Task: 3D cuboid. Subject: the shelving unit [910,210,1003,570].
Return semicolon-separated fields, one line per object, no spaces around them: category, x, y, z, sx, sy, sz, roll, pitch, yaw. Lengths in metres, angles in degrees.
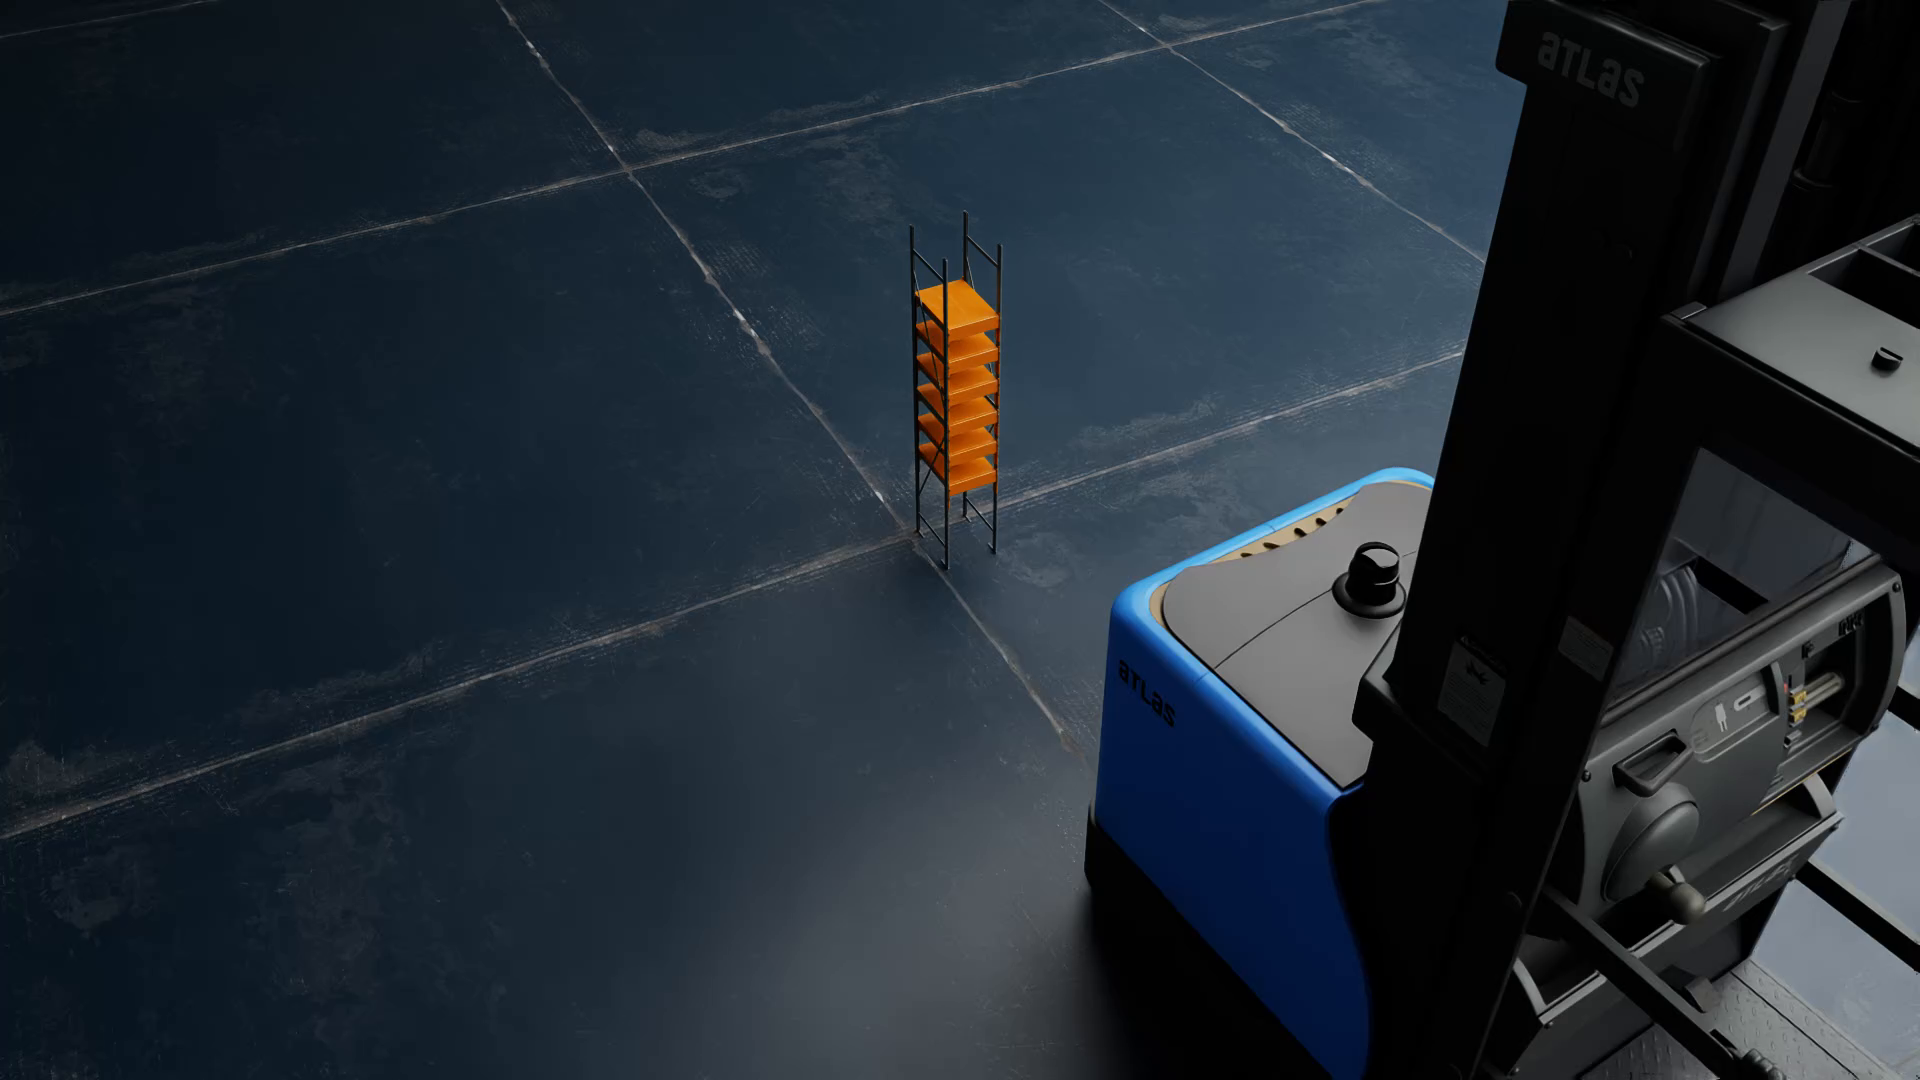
shelving unit;-0.013;-0.454;5.357;0.189;1.200;0.258;-19;44;-21

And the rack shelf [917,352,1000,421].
rack shelf;-0.013;-0.511;5.308;0.180;0.103;0.258;-19;44;-21

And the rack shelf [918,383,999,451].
rack shelf;-0.013;-0.420;5.386;0.180;0.103;0.258;-19;44;-21

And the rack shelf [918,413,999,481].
rack shelf;-0.013;-0.328;5.463;0.180;0.103;0.258;-19;44;-21

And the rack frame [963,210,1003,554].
rack frame;0.068;-0.481;5.389;0.006;1.200;0.240;-19;44;-21

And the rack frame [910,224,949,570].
rack frame;-0.094;-0.426;5.325;0.006;1.200;0.240;-19;44;-21

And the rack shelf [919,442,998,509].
rack shelf;-0.013;-0.237;5.541;0.180;0.103;0.258;-19;44;-21

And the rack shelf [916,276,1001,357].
rack shelf;-0.013;-0.694;5.153;0.180;0.103;0.258;-19;44;-21

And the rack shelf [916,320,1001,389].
rack shelf;-0.013;-0.603;5.231;0.180;0.103;0.258;-19;44;-21

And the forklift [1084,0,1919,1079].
forklift;1.569;0.455;2.944;1.130;2.935;3.031;-23;45;-25
